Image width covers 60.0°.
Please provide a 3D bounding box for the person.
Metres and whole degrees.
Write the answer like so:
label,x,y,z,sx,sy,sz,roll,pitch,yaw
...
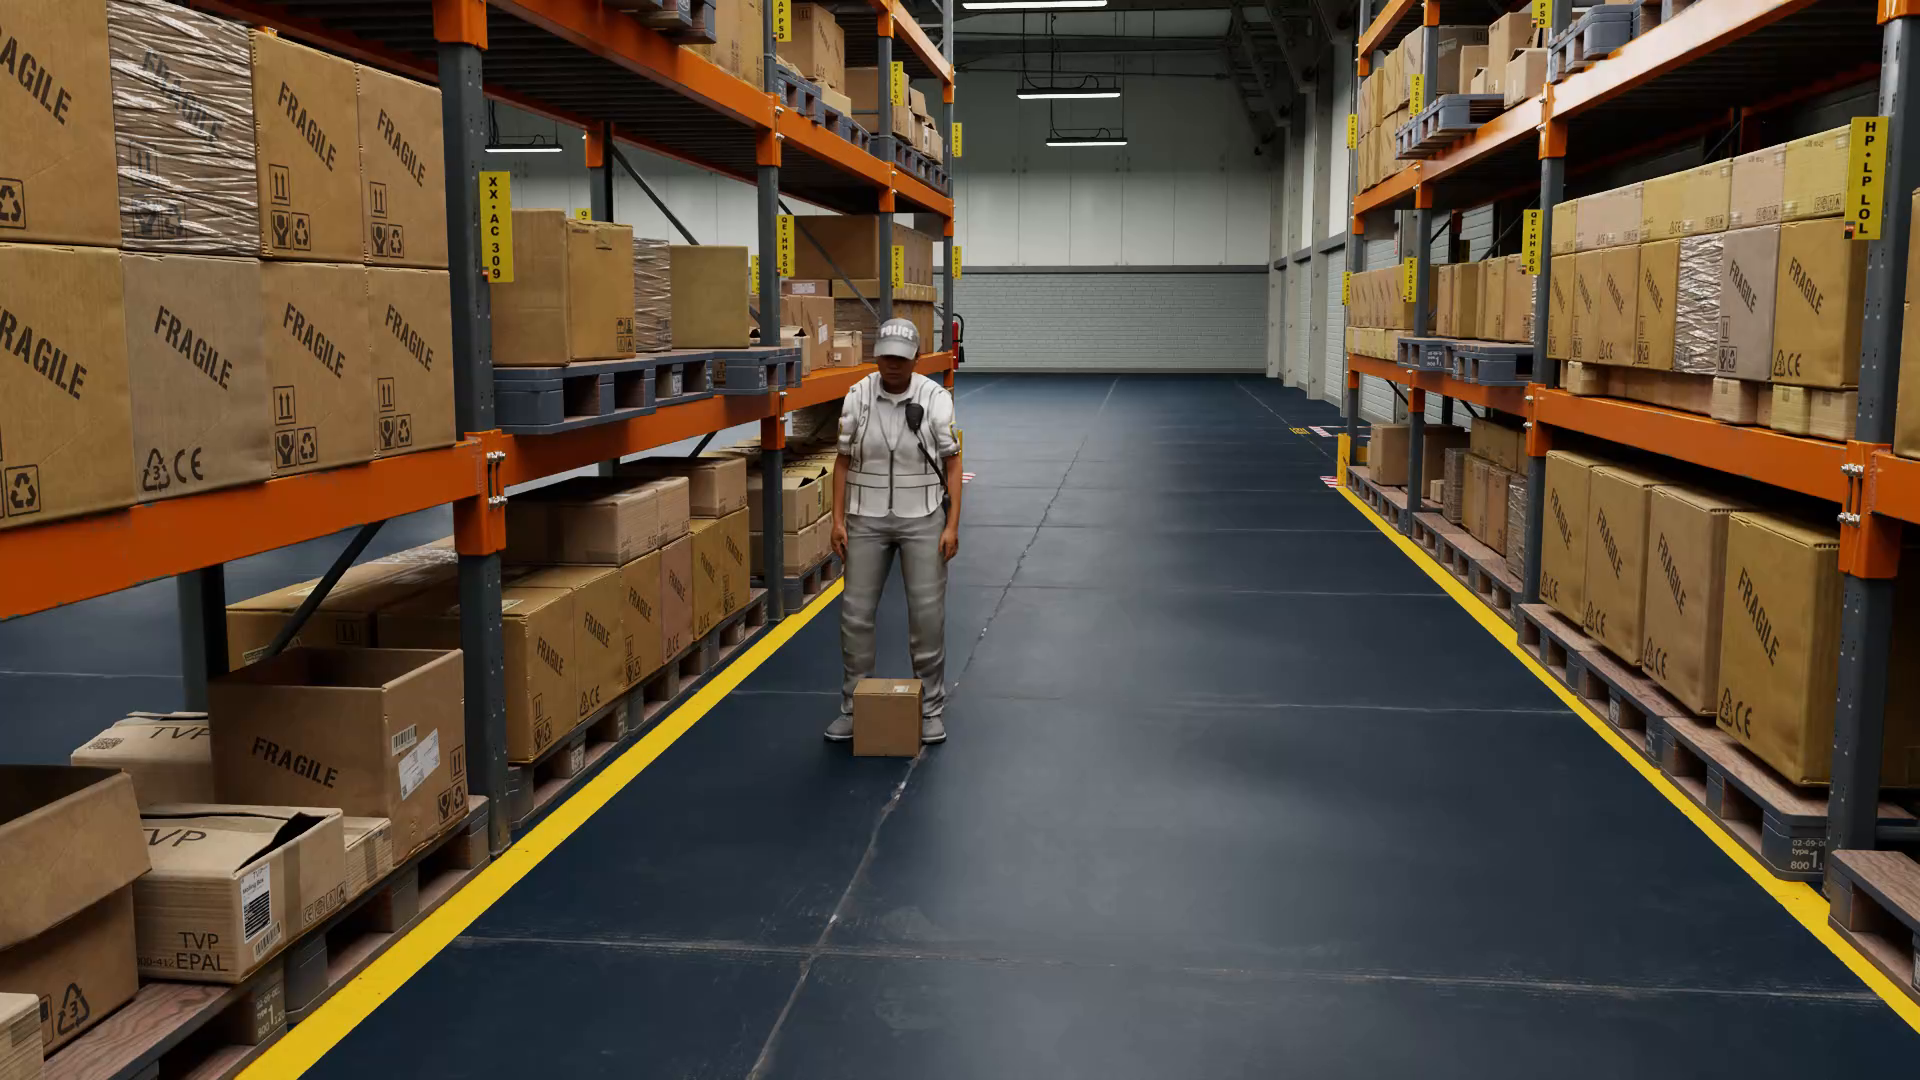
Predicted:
label,x,y,z,sx,sy,sz,roll,pitch,yaw
person,-0.262,-0.042,6.588,0.537,1.665,0.468,1,8,6
